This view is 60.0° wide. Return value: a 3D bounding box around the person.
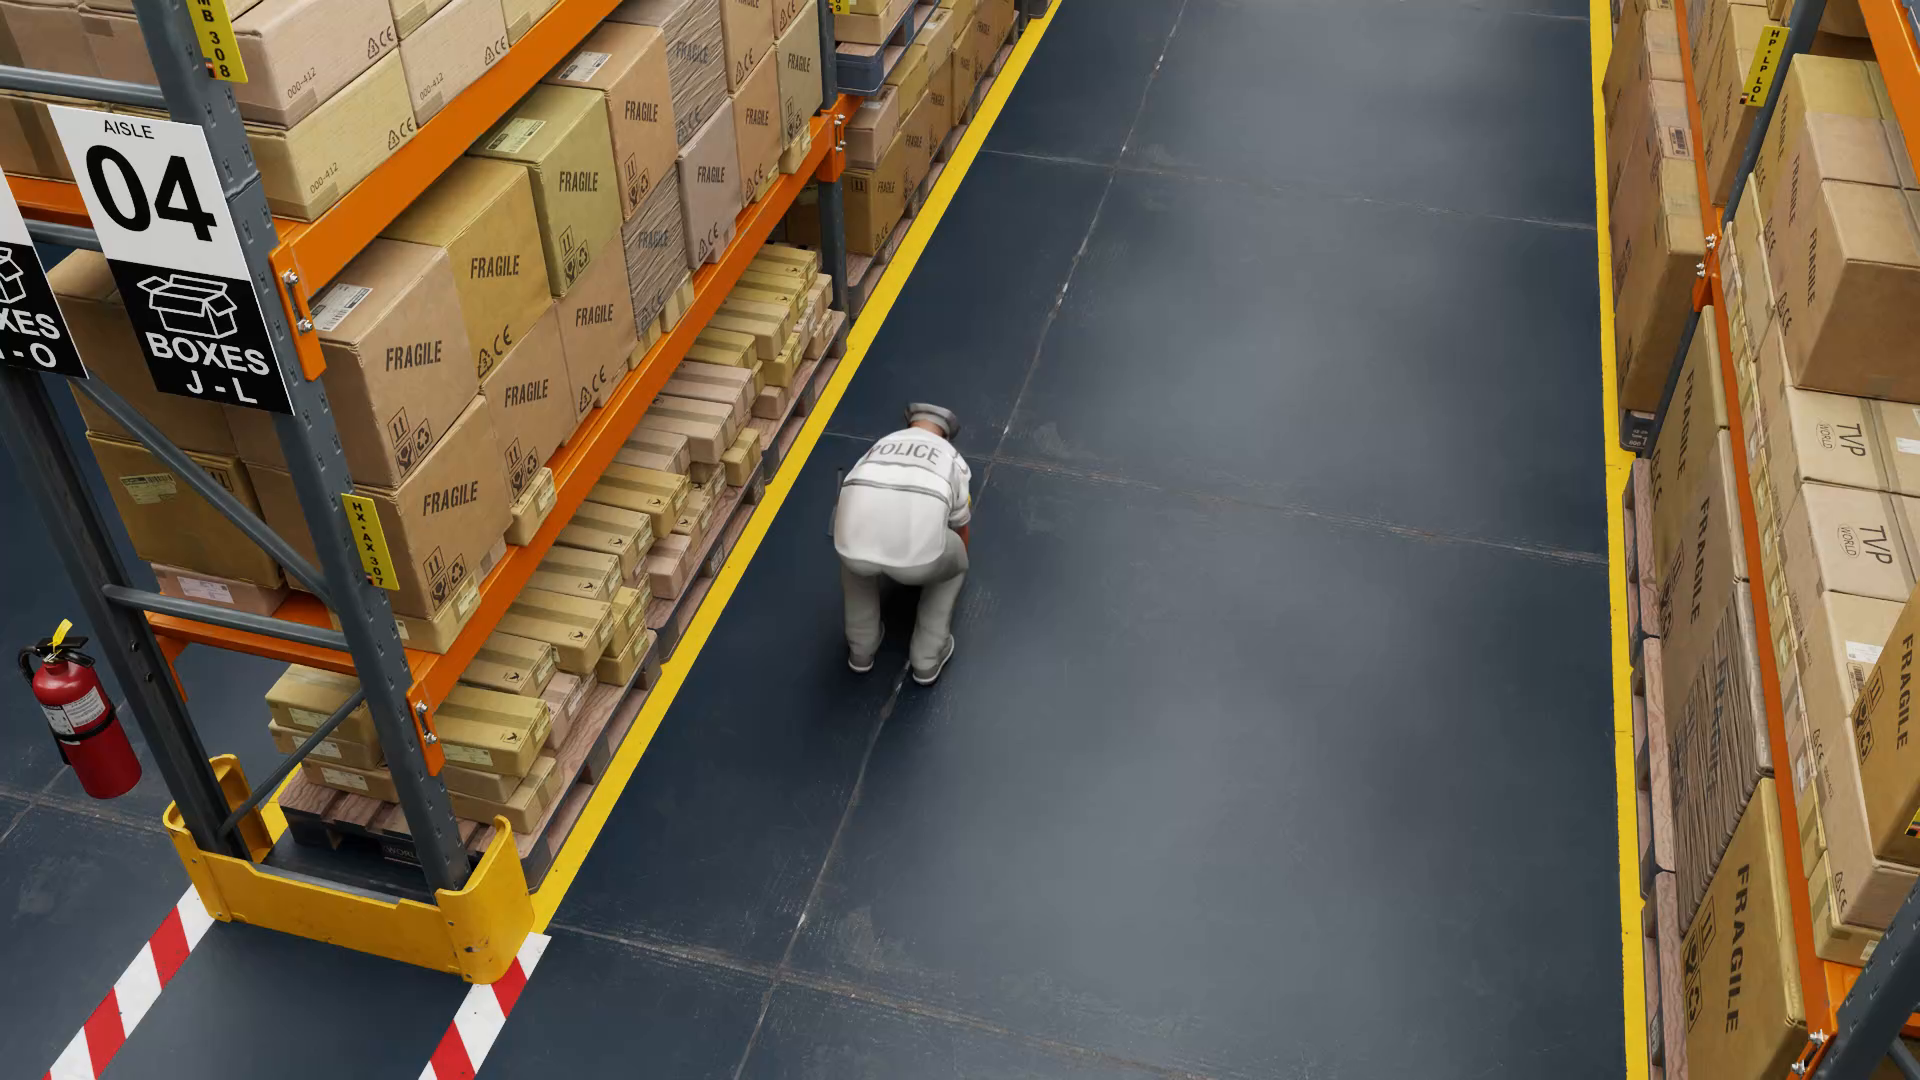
[{"bbox_3d":[-0.213,-0.023,6.751,0.533,1.007,1.027,7,41,8],"label":"person"}]
